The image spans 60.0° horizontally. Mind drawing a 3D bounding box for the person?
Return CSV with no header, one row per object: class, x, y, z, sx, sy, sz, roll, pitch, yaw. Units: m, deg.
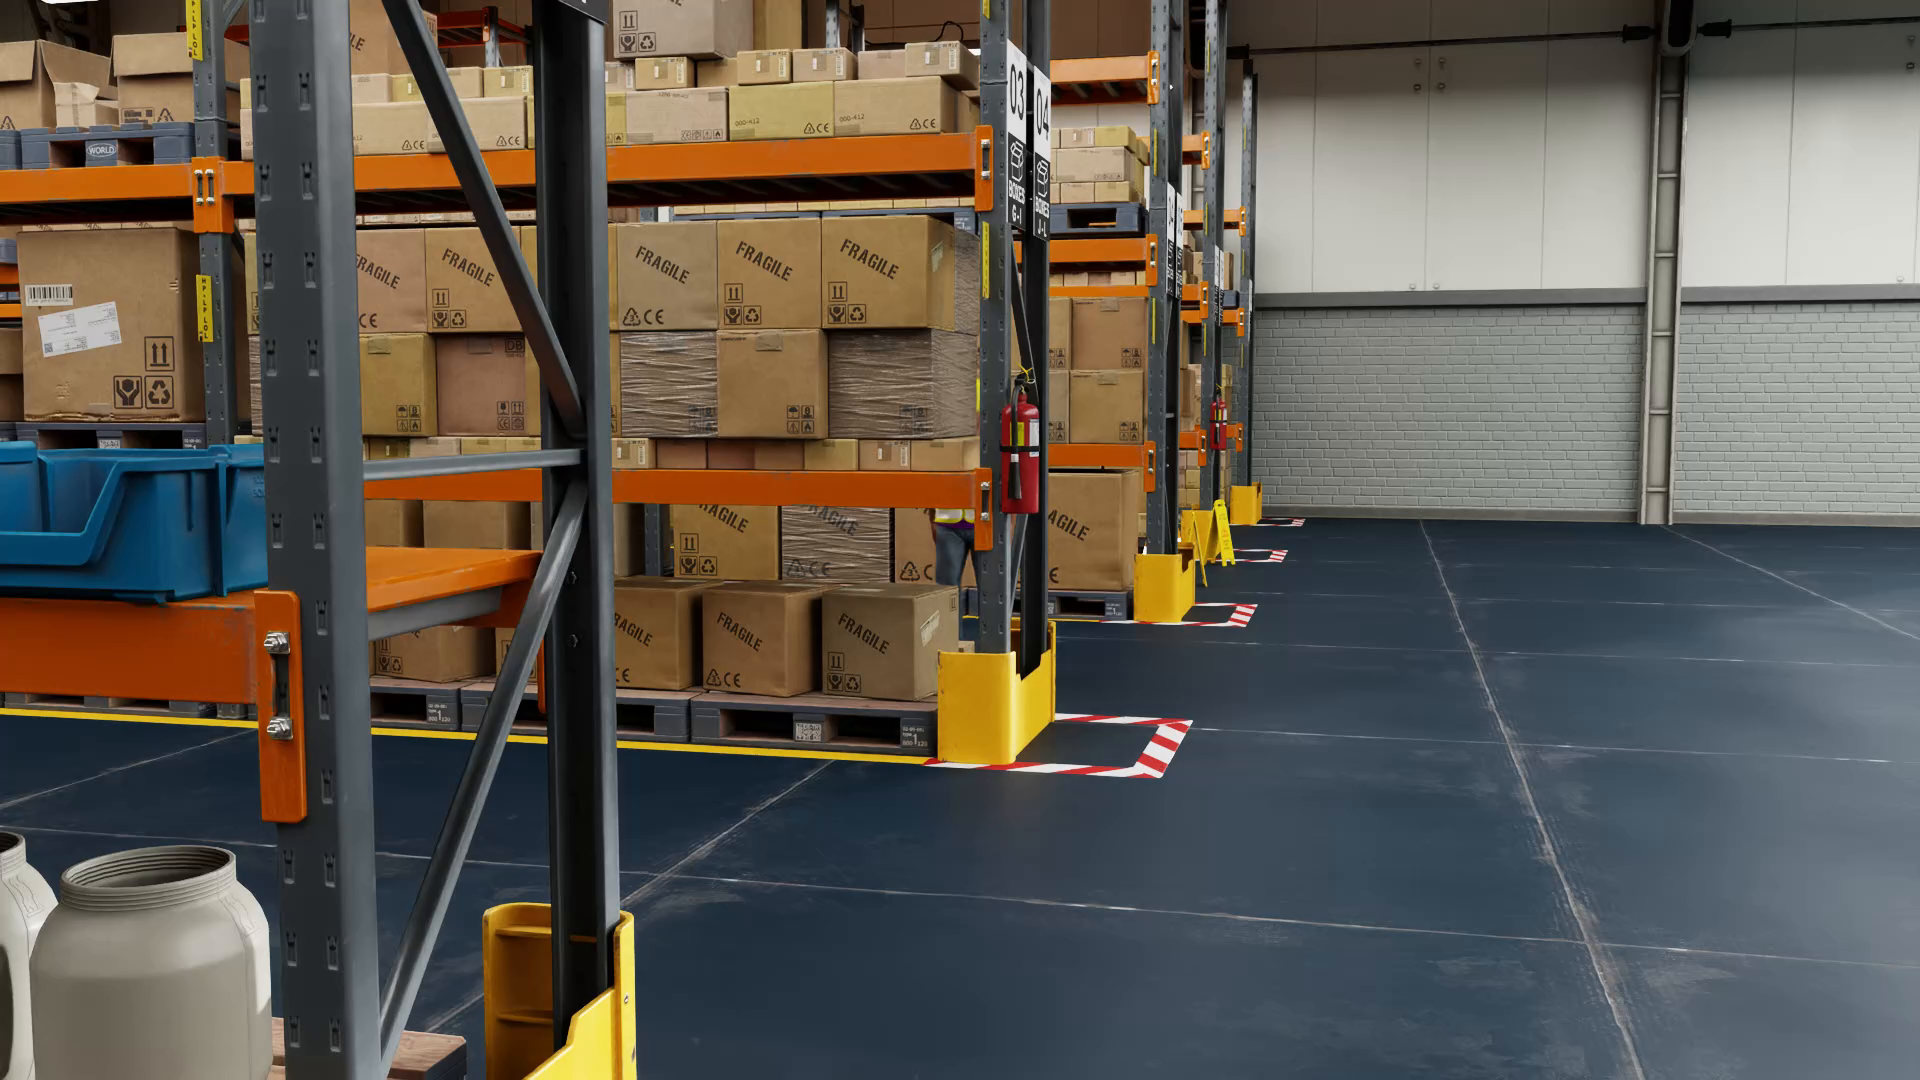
person,0.073,-0.072,9.849,0.575,1.748,0.390,1,5,15
